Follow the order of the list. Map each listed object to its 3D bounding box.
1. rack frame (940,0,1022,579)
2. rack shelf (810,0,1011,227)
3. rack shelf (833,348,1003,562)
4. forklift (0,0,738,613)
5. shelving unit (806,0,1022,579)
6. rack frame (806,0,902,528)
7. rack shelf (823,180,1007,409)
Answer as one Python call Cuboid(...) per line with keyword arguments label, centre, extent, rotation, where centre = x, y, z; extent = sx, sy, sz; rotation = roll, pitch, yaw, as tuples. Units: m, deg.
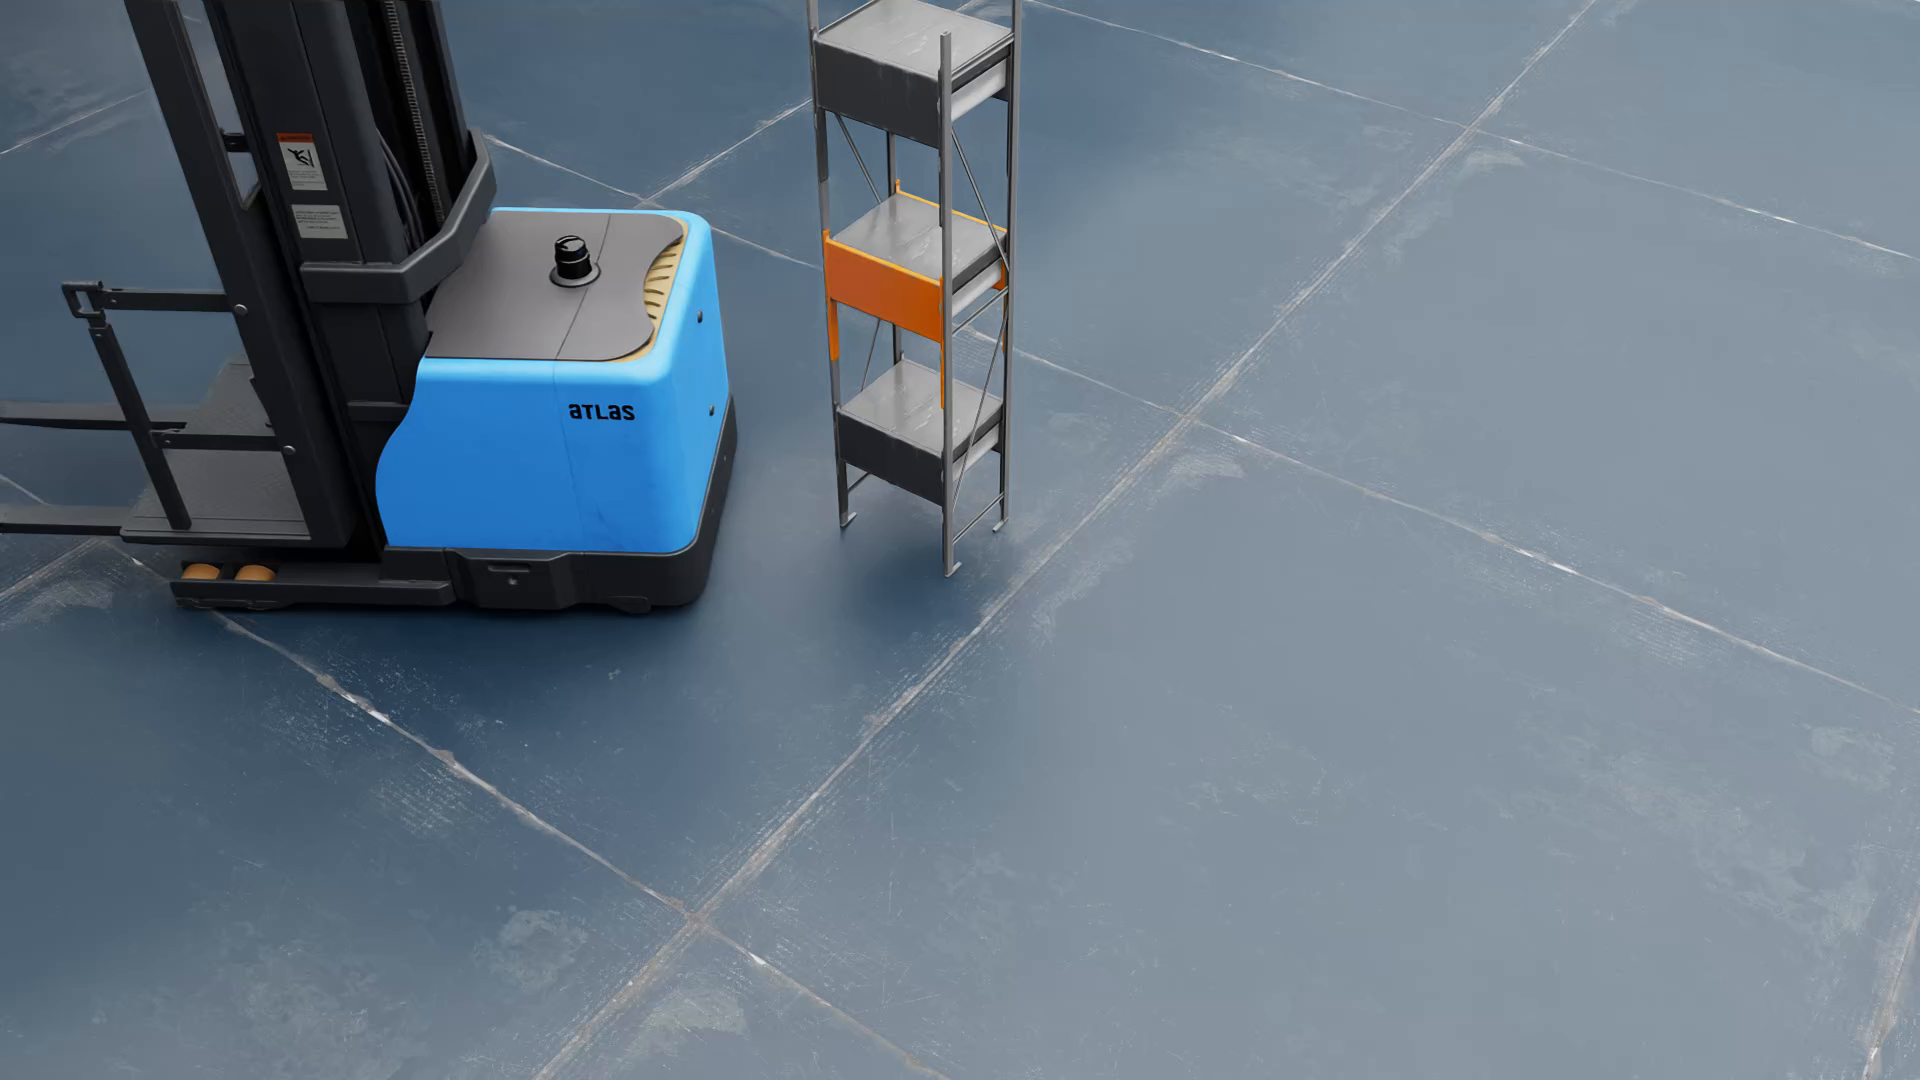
Cuboid(label="rack frame", centre=(0.064, -0.752, 5.516), extent=(0.015, 2.100, 0.400), rotation=(25, 48, 25))
Cuboid(label="rack shelf", centre=(-0.136, -1.357, 5.163), extent=(0.480, 0.518, 0.431), rotation=(25, 48, 25))
Cuboid(label="rack shelf", centre=(-0.136, -0.314, 6.097), extent=(0.480, 0.518, 0.431), rotation=(25, 48, 25))
Cuboid(label="forklift", centre=(-2.409, -1.192, 5.384), extent=(3.031, 2.935, 1.130), rotation=(2, 42, 2))
Cuboid(label="shelving unit", centre=(-0.136, -0.846, 5.621), extent=(0.503, 2.100, 0.431), rotation=(25, 48, 25))
Cuboid(label="rack frame", centre=(-0.335, -0.939, 5.725), extent=(0.015, 2.100, 0.400), rotation=(25, 48, 25))
Cuboid(label="rack shelf", centre=(-0.136, -0.836, 5.630), extent=(0.480, 0.518, 0.431), rotation=(25, 48, 25))
